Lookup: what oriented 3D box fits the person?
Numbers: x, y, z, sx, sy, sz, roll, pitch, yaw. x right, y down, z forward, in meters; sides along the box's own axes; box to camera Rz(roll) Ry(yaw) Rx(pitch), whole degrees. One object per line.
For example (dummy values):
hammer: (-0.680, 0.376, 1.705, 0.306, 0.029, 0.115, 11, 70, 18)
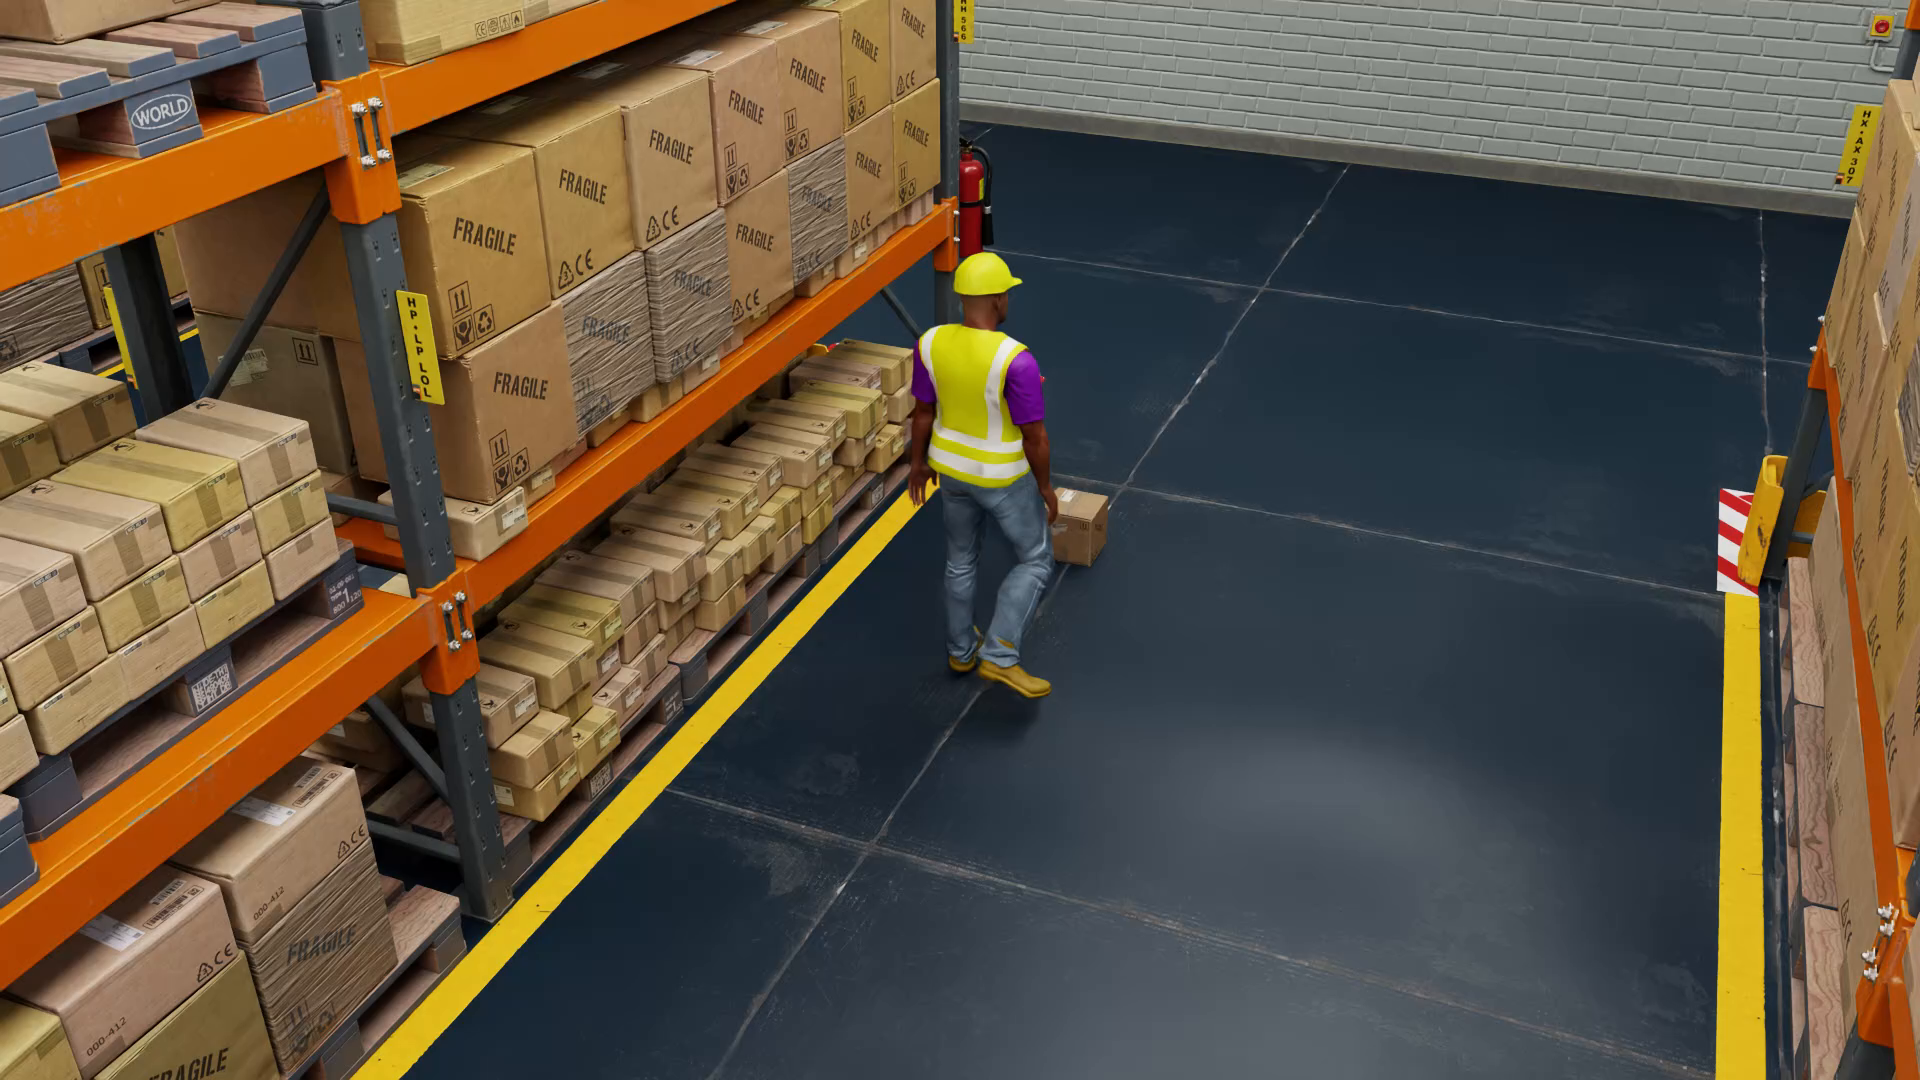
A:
person: (0.114, -0.230, 6.493, 0.733, 1.753, 0.524, 19, 34, 30)
